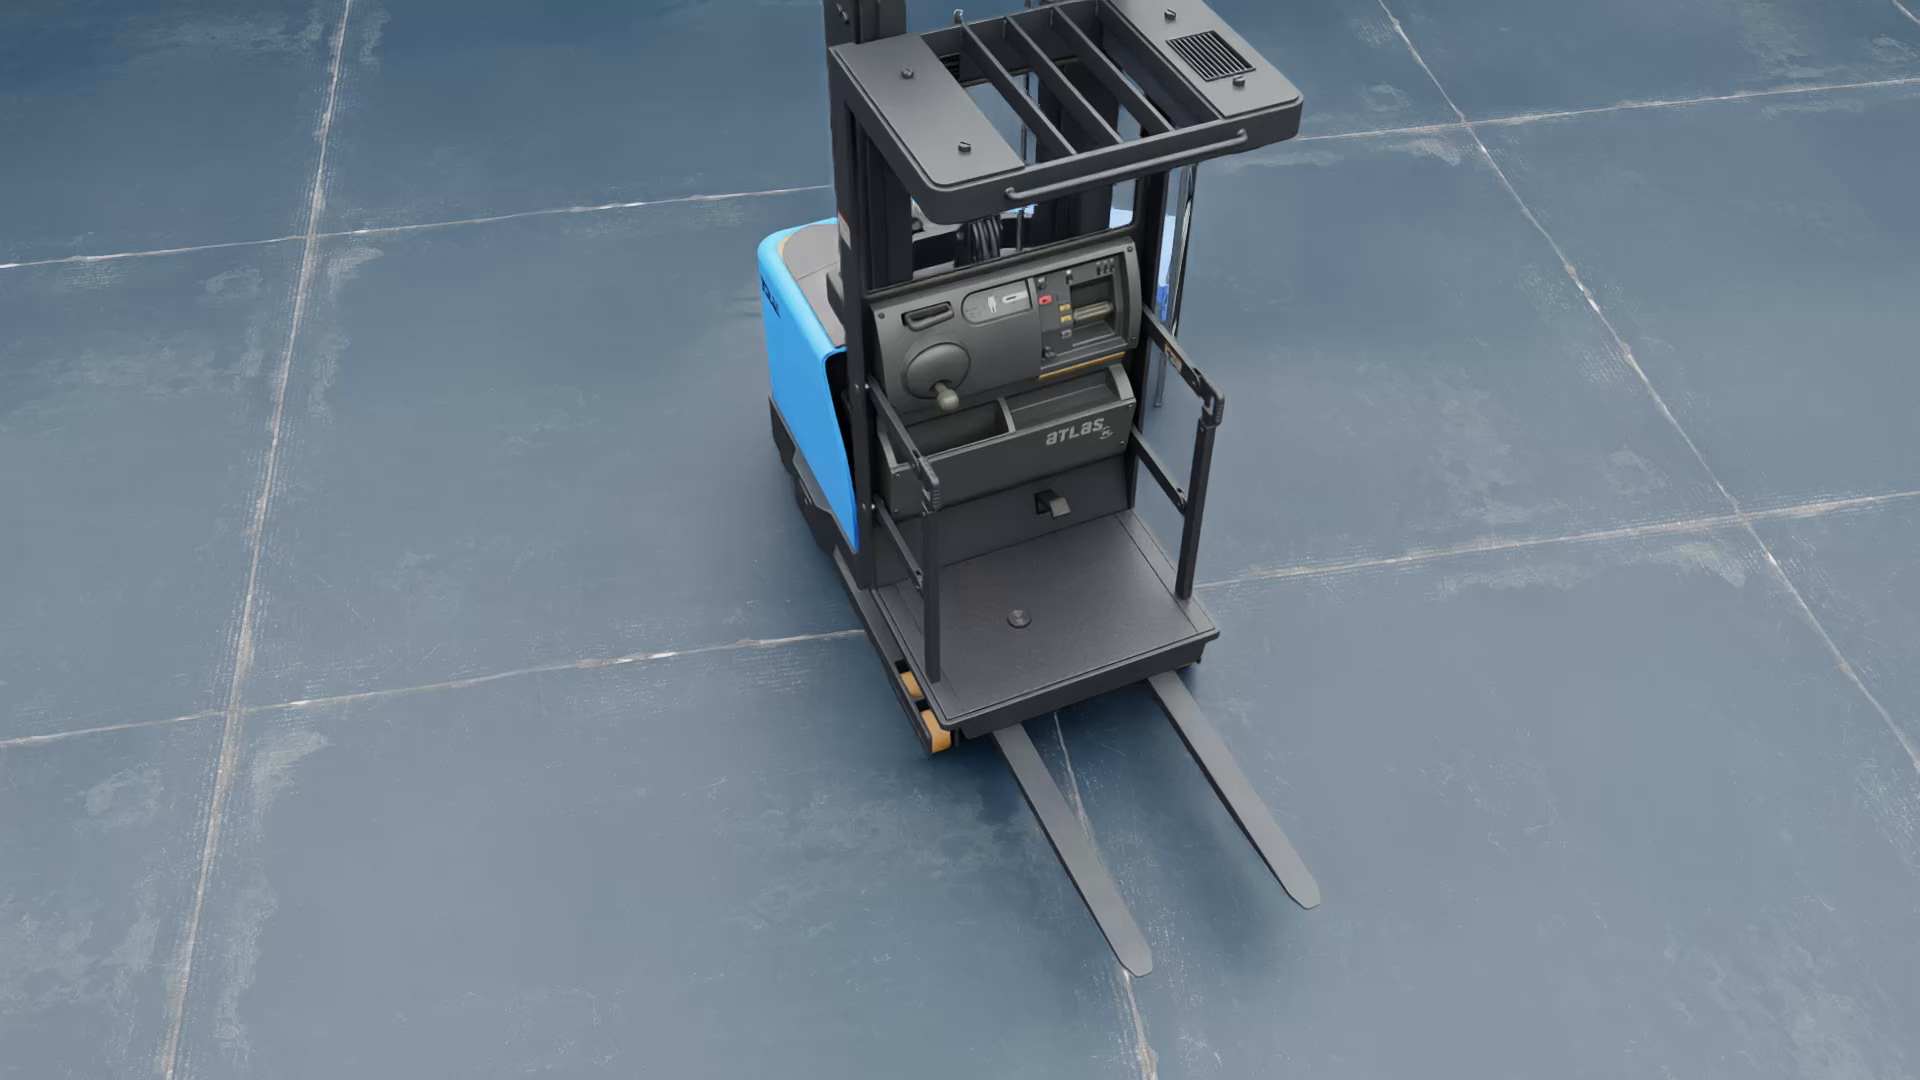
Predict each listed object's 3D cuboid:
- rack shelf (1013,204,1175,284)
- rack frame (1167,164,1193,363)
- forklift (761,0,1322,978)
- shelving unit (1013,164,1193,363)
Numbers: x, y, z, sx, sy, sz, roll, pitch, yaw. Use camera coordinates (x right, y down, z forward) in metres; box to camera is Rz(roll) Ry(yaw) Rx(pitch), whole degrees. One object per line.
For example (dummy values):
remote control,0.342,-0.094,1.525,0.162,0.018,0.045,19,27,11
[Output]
rack shelf,0.434,-1.278,7.122,0.952,0.062,0.459,10,47,9
rack frame,0.929,-1.285,6.947,0.013,1.308,0.475,10,47,9
forklift,-6.470,2.359,1.978,18.709,3.598,6.912,-17,49,-16
shelving unit,0.454,-1.367,7.026,0.991,1.308,0.475,10,47,9
